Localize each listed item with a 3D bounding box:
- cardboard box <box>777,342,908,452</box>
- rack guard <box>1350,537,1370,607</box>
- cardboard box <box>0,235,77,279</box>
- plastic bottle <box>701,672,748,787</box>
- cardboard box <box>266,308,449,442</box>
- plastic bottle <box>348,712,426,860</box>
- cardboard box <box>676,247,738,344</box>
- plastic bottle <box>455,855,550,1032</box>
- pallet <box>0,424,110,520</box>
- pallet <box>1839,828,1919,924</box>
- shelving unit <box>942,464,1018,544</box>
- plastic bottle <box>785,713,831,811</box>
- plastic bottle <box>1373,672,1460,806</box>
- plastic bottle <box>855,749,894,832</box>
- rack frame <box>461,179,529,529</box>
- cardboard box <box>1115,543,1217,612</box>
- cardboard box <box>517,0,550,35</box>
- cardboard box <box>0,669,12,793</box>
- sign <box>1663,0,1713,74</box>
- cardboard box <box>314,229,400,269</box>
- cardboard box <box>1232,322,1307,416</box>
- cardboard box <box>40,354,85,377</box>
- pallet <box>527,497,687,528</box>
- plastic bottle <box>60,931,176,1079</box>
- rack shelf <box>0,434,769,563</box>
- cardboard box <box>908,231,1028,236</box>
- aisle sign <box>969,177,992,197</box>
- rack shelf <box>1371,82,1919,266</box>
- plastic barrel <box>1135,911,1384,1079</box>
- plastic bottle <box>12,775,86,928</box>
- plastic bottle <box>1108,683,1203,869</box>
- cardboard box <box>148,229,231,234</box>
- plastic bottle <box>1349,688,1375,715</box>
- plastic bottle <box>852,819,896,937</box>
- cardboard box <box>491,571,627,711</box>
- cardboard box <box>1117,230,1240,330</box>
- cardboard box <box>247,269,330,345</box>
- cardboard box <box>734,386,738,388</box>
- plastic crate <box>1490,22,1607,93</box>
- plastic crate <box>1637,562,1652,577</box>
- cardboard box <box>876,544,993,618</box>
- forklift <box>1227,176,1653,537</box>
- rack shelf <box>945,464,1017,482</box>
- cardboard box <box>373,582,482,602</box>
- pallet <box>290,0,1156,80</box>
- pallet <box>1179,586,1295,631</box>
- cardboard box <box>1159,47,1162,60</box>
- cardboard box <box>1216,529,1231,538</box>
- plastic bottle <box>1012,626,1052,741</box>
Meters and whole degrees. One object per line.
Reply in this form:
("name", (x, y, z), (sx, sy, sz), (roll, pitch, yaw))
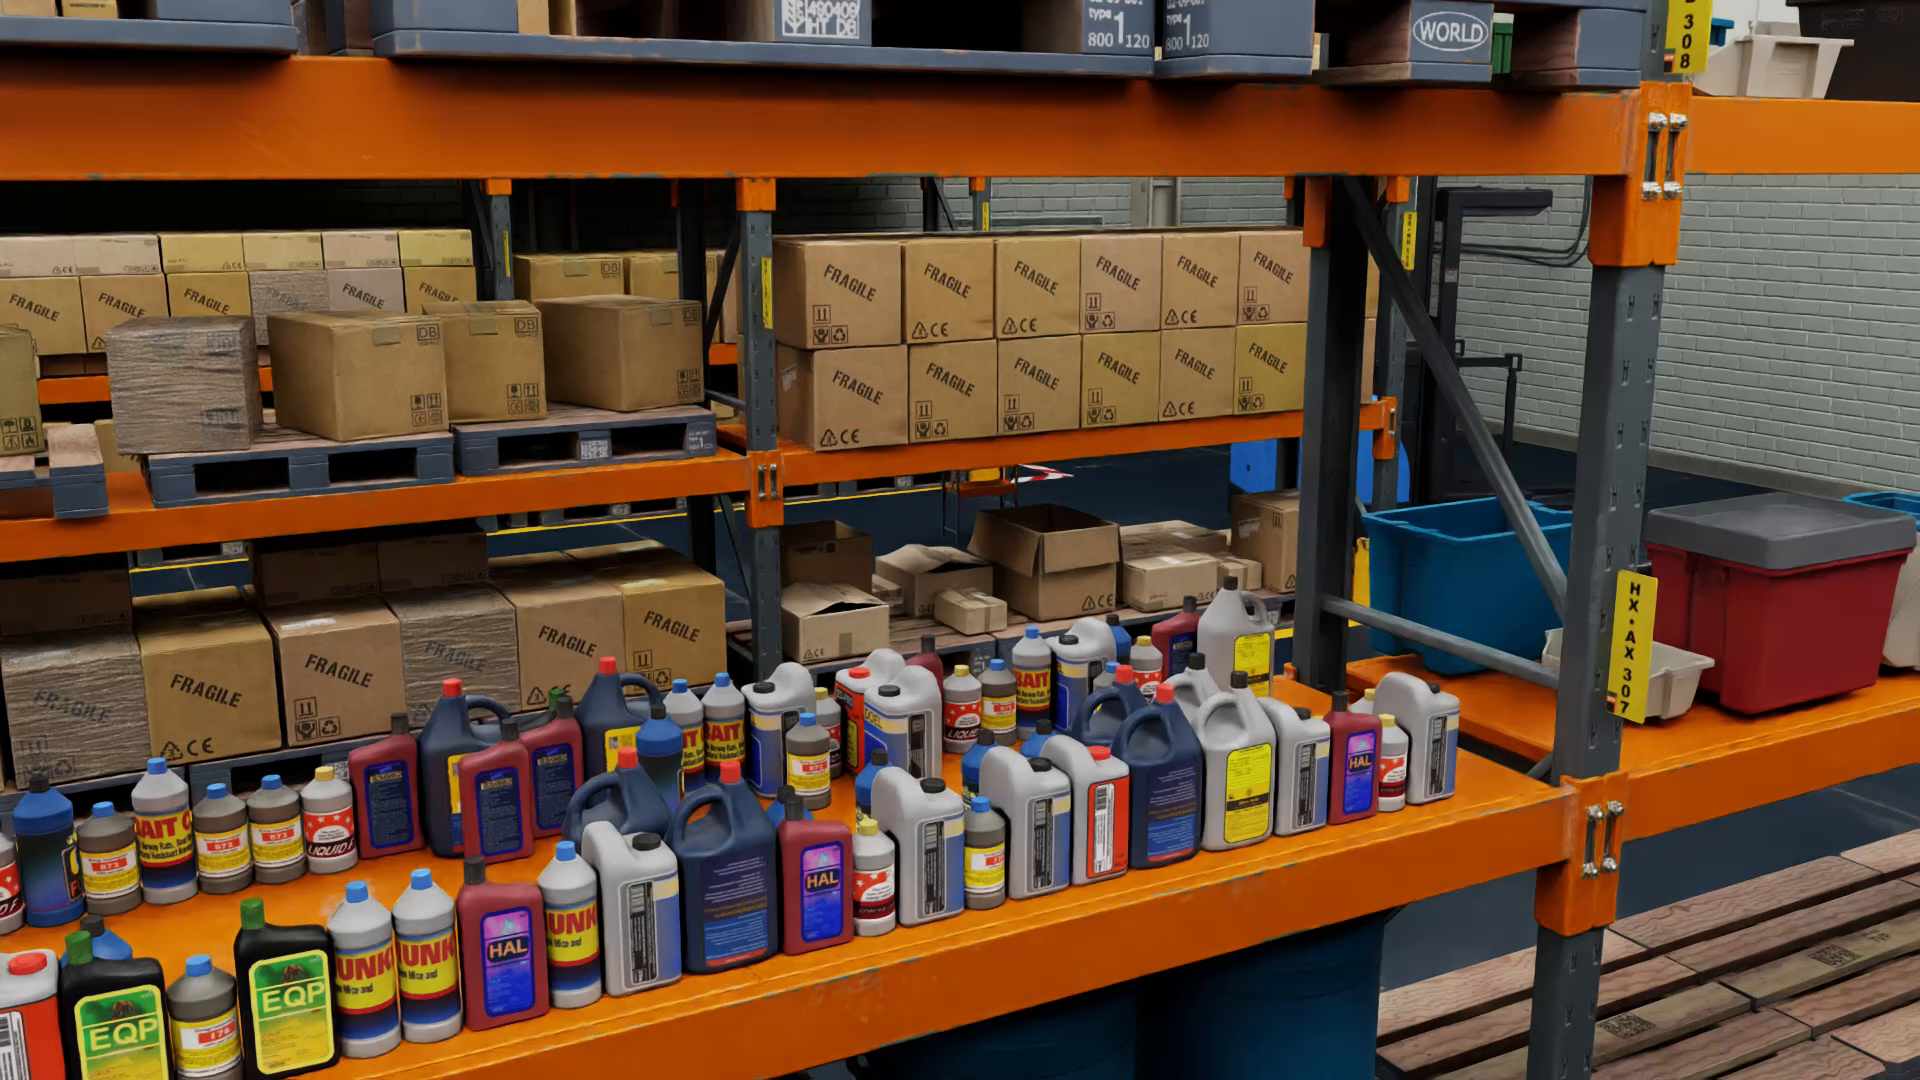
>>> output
("cardboard box", (-0.593, -0.745, 8.358), (0.500, 0.500, 0.500), (-6, 14, -26))
("rack guard", (2.273, 0.112, 10.473), (0.348, 0.500, 1.175), (-7, 14, -28))
("cardboard box", (-6.065, -1.852, 10.850), (0.500, 0.250, 0.500), (-7, 14, -29))
("plastic bottle", (-0.521, 0.427, 3.673), (0.097, 0.271, 0.097), (0, 13, 0))
("cardboard box", (-2.692, -0.751, 7.428), (0.500, 0.500, 0.700), (-12, 17, -42))
("plastic bottle", (-1.158, 0.493, 3.352), (0.133, 0.283, 0.061), (-7, 14, -28))
("cardboard box", (-1.786, -2.003, 13.496), (0.700, 0.700, 0.980), (-8, 15, -31))
("plastic bottle", (-0.741, 0.642, 2.690), (0.133, 0.283, 0.061), (-7, 14, -28))
("pallet", (-4.120, -0.265, 6.892), (1.003, 0.211, 1.213), (-7, 14, -28))
("pallet", (3.968, 1.279, 5.944), (1.213, 0.211, 1.003), (-7, 14, -28))
("shelving unit", (0.145, -0.603, 12.055), (0.503, 1.200, 0.258), (-7, 14, -28))
("plastic bottle", (-0.330, 0.476, 3.613), (0.097, 0.201, 0.097), (0, 13, 0))
("plastic bottle", (1.008, 0.425, 3.673), (0.135, 0.276, 0.152), (-7, 14, -28))
("plastic bottle", (-0.153, 0.535, 3.194), (0.097, 0.271, 0.097), (0, 13, 0))
("rack frame", (-3.548, -1.649, 12.604), (0.127, 3.000, 1.000), (-7, 14, -28))
("cardboard box", (1.133, 0.210, 9.604), (0.500, 0.250, 0.500), (-7, 14, -28))
("cardboard box", (-2.224, -2.347, 7.462), (0.600, 0.600, 0.600), (-7, 14, -28))
("cardboard box", (-4.145, 0.738, 6.688), (0.500, 0.500, 0.500), (-6, 14, -25))
("sign", (1.461, -1.101, 3.318), (0.005, 0.325, 0.100), (-7, 14, -28))
("cardboard box", (-4.288, -2.068, 11.808), (0.500, 0.250, 0.500), (-6, 14, -27))
("cardboard box", (1.624, -1.009, 9.535), (0.500, 0.500, 0.500), (-7, 14, -27))
("cardboard box", (-5.998, -1.192, 11.101), (0.250, 0.149, 0.380), (-7, 14, -28))
("pallet", (-2.843, -0.353, 13.199), (1.213, 0.211, 1.003), (-7, 14, -28))
("plastic bottle", (-1.231, 0.701, 2.429), (0.133, 0.283, 0.061), (-7, 14, -28))
("rack shelf", (-2.926, -0.133, 7.508), (4.000, 0.370, 1.077), (-7, 14, -28))
("cardboard box", (0.040, -1.442, 9.179), (0.500, 0.500, 0.500), (-7, 14, -27))
("aisle sign", (0.170, -3.288, 13.965), (0.004, 0.787, 0.394), (-7, 14, -28))
("rack shelf", (2.955, -1.063, 4.805), (4.000, 0.370, 1.077), (-7, 14, -28))
("plastic barrel", (0.714, 1.133, 4.065), (0.708, 0.901, 0.600), (-7, 14, -28))
("plastic bottle", (-1.678, 0.566, 3.057), (0.097, 0.271, 0.097), (0, 13, 0))
("plastic bottle", (0.387, 0.464, 3.330), (0.185, 0.351, 0.144), (-7, 14, -28))
("cardboard box", (-5.430, -2.056, 11.755), (0.500, 0.250, 0.500), (-7, 15, -29))
("plastic bottle", (0.932, 0.439, 3.780), (0.097, 0.201, 0.097), (0, 13, 0))
("plastic bottle", (-0.165, 0.608, 3.026), (0.097, 0.201, 0.097), (0, 13, 0))
("cardboard box", (-1.905, 0.468, 7.890), (0.500, 0.500, 0.500), (-7, 14, -28))
("cardboard box", (1.185, -1.443, 9.186), (0.500, 0.500, 0.500), (-6, 14, -26))
("cardboard box", (-4.720, -1.649, 11.652), (0.500, 0.500, 0.500), (-7, 14, -28))
("cardboard box", (-1.701, -1.197, 13.854), (0.250, 0.149, 0.380), (-7, 14, -27))
("plastic crate", (1.426, -1.203, 4.271), (0.662, 0.188, 0.450), (-7, 14, -28))
("plastic crate", (2.053, 0.196, 4.898), (0.590, 0.125, 0.437), (-7, 14, -28))
("cardboard box", (-0.148, 0.209, 9.471), (0.500, 0.311, 0.500), (-7, 14, -28))
("forklift", (3.604, -1.525, 12.211), (3.031, 2.935, 1.130), (-2, 13, -7))
("rack shelf", (0.145, -0.537, 12.070), (0.480, 0.148, 0.258), (-7, 14, -28))
("cardboard box", (-2.617, 0.423, 8.087), (0.500, 0.500, 0.500), (-7, 14, -27))
("pallet", (-0.436, -0.890, 2.829), (1.213, 0.211, 1.003), (-7, 14, -28))
("pallet", (1.574, 0.337, 10.131), (1.213, 0.211, 1.003), (-7, 14, -28))
("cardboard box", (1.132, -2.542, 8.943), (0.500, 0.250, 0.500), (-7, 14, -28))
("cardboard box", (1.808, 0.039, 10.597), (0.250, 0.149, 0.380), (-7, 14, -28))
("plastic bottle", (0.174, 0.344, 4.043), (0.097, 0.271, 0.097), (0, 13, 0))
